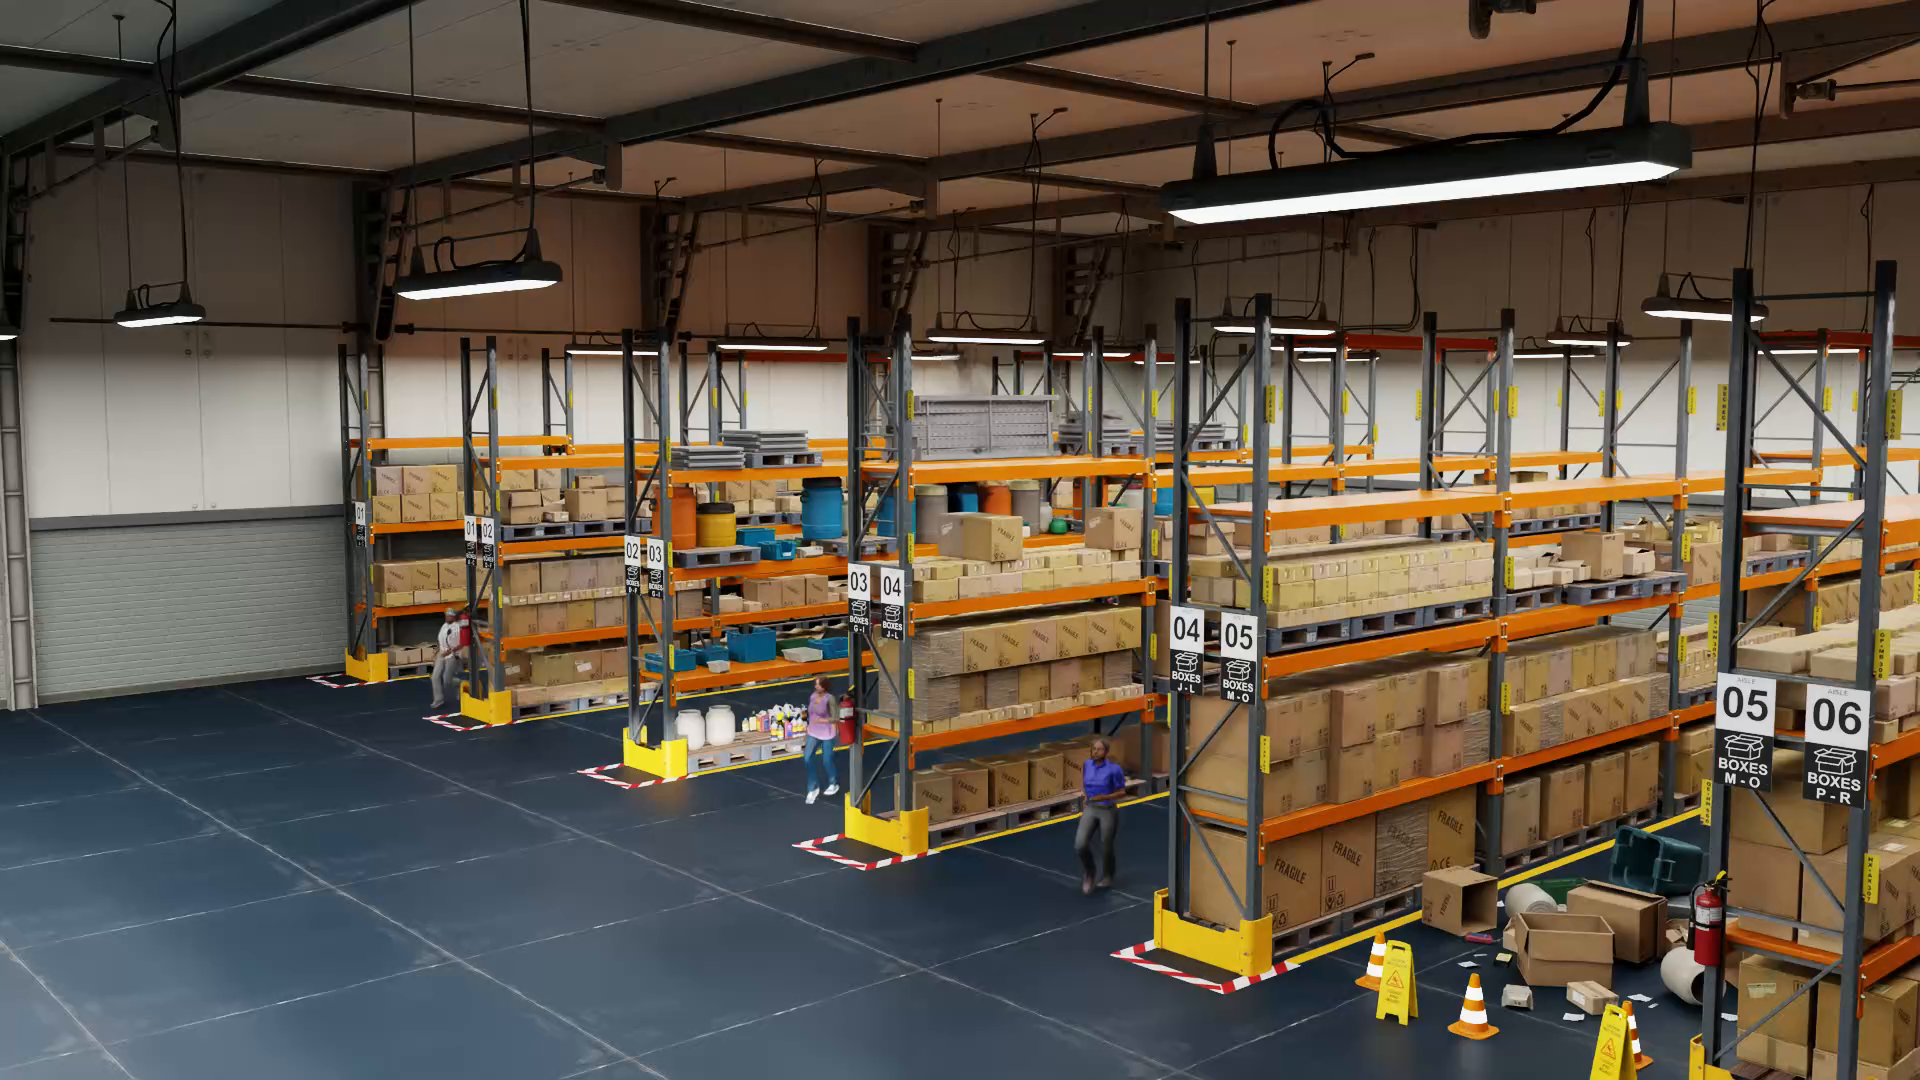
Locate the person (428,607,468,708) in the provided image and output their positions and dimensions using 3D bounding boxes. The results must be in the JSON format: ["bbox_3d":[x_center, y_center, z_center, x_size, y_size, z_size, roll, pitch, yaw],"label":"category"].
[{"bbox_3d":[-8.336,1.921,27.292,0.615,1.674,0.721,4,6,35],"label":"person"}]

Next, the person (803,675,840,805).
[{"bbox_3d":[-1.736,2.503,20.912,0.517,1.637,0.707,2,6,25],"label":"person"}]

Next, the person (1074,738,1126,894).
[{"bbox_3d":[1.441,2.827,17.039,0.565,1.636,0.699,3,6,27],"label":"person"}]
